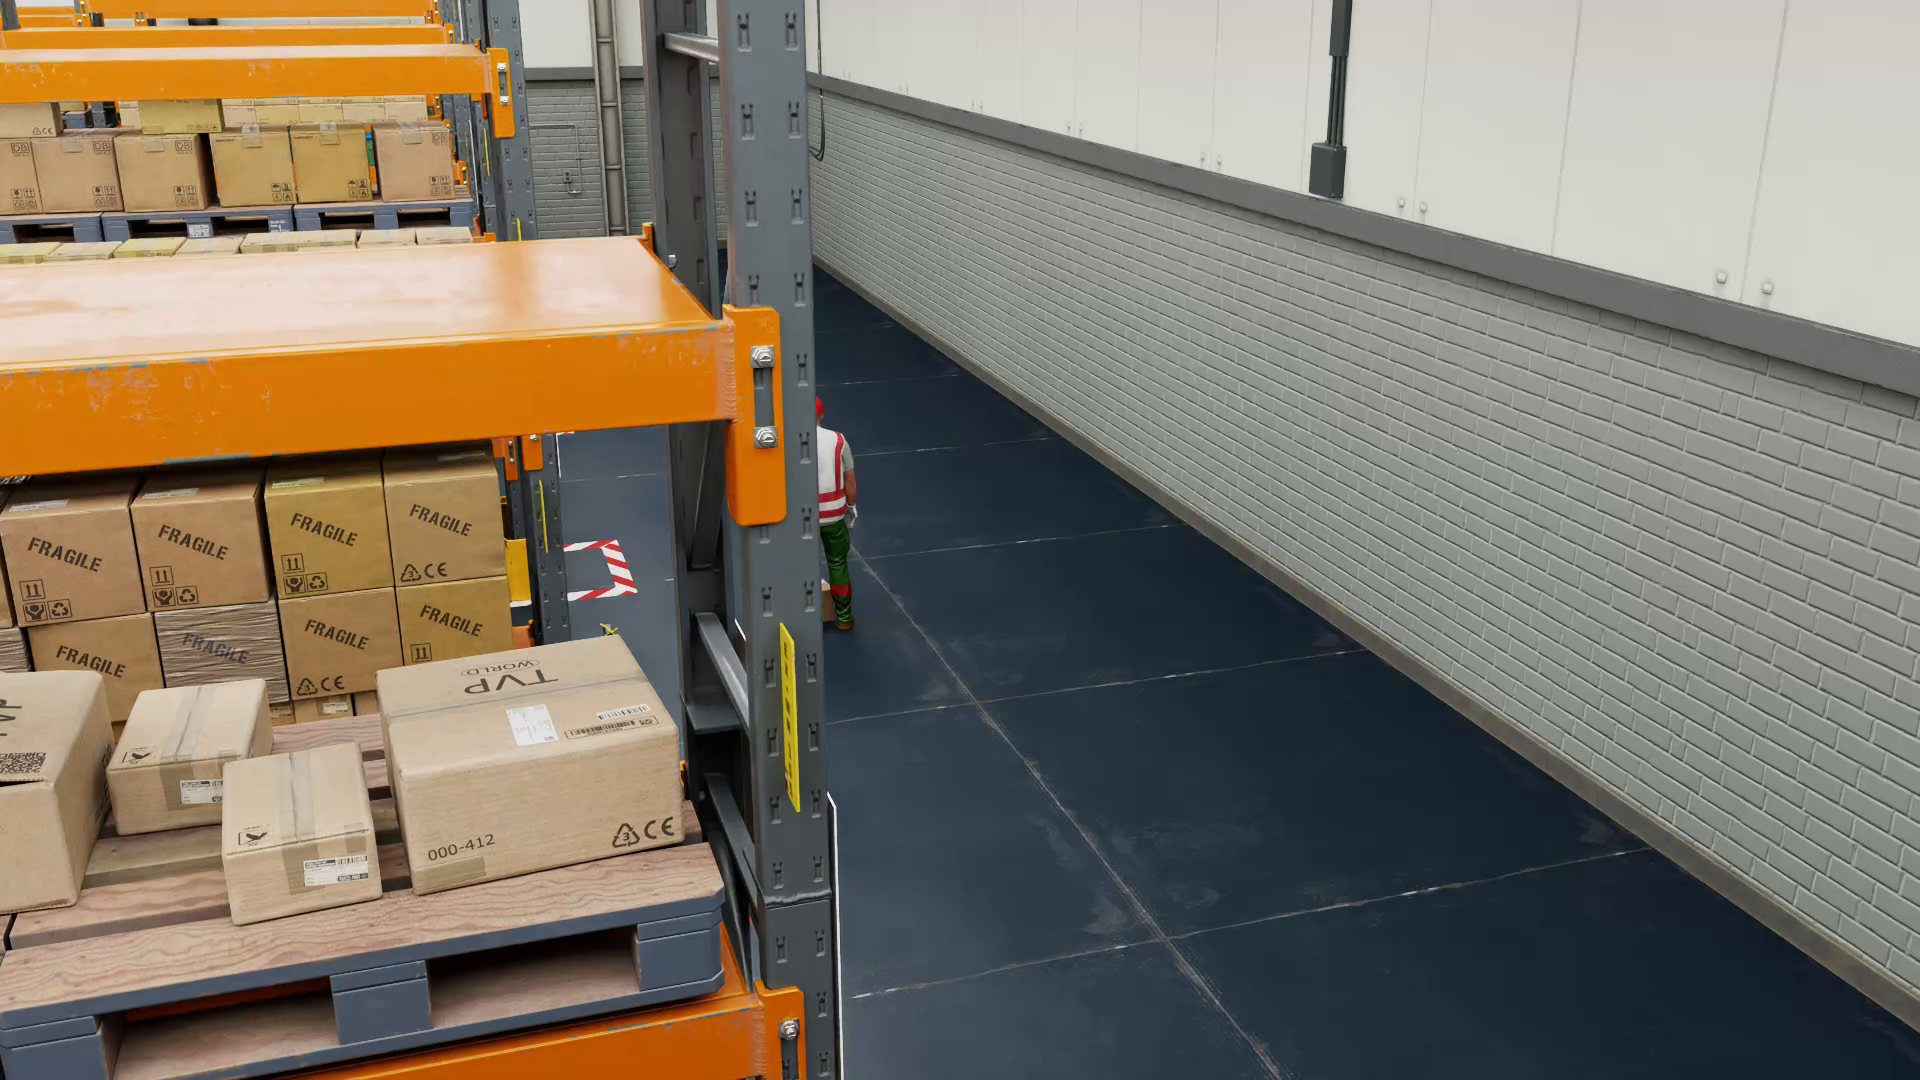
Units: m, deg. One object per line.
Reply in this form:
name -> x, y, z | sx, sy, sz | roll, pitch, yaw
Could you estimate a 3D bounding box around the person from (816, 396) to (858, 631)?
person -> -1.037, -0.188, 12.087 | 0.609, 1.779, 0.454 | -6, 20, -18
